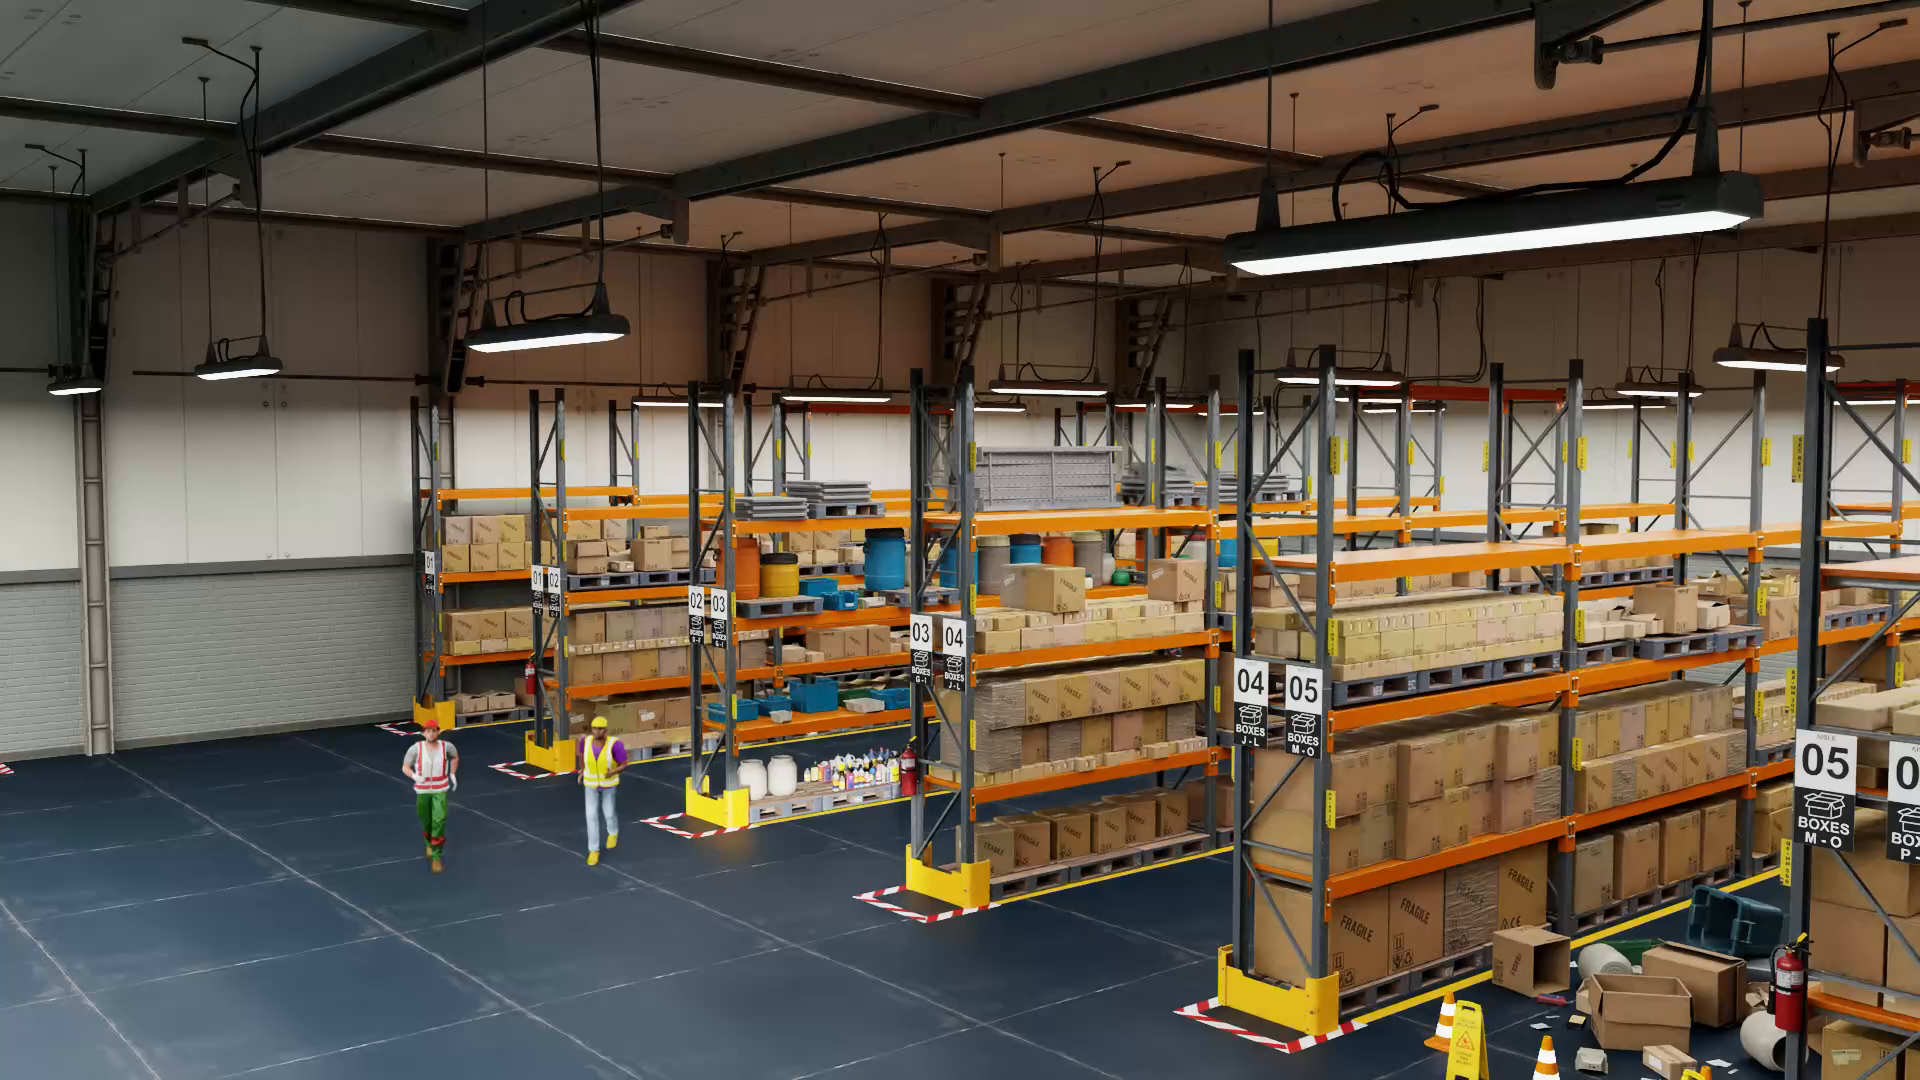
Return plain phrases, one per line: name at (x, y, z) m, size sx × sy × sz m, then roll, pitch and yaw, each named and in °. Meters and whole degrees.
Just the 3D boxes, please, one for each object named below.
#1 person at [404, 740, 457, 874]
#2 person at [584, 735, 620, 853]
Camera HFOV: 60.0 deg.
person at (-6.437, 3.211, 20.232) m, size 0.610 × 1.520 × 0.918 m, roll -1°, pitch 3°, yaw -15°
person at (-4.455, 3.125, 20.746) m, size 0.441 × 1.413 × 0.809 m, roll 0°, pitch 3°, yaw -3°
